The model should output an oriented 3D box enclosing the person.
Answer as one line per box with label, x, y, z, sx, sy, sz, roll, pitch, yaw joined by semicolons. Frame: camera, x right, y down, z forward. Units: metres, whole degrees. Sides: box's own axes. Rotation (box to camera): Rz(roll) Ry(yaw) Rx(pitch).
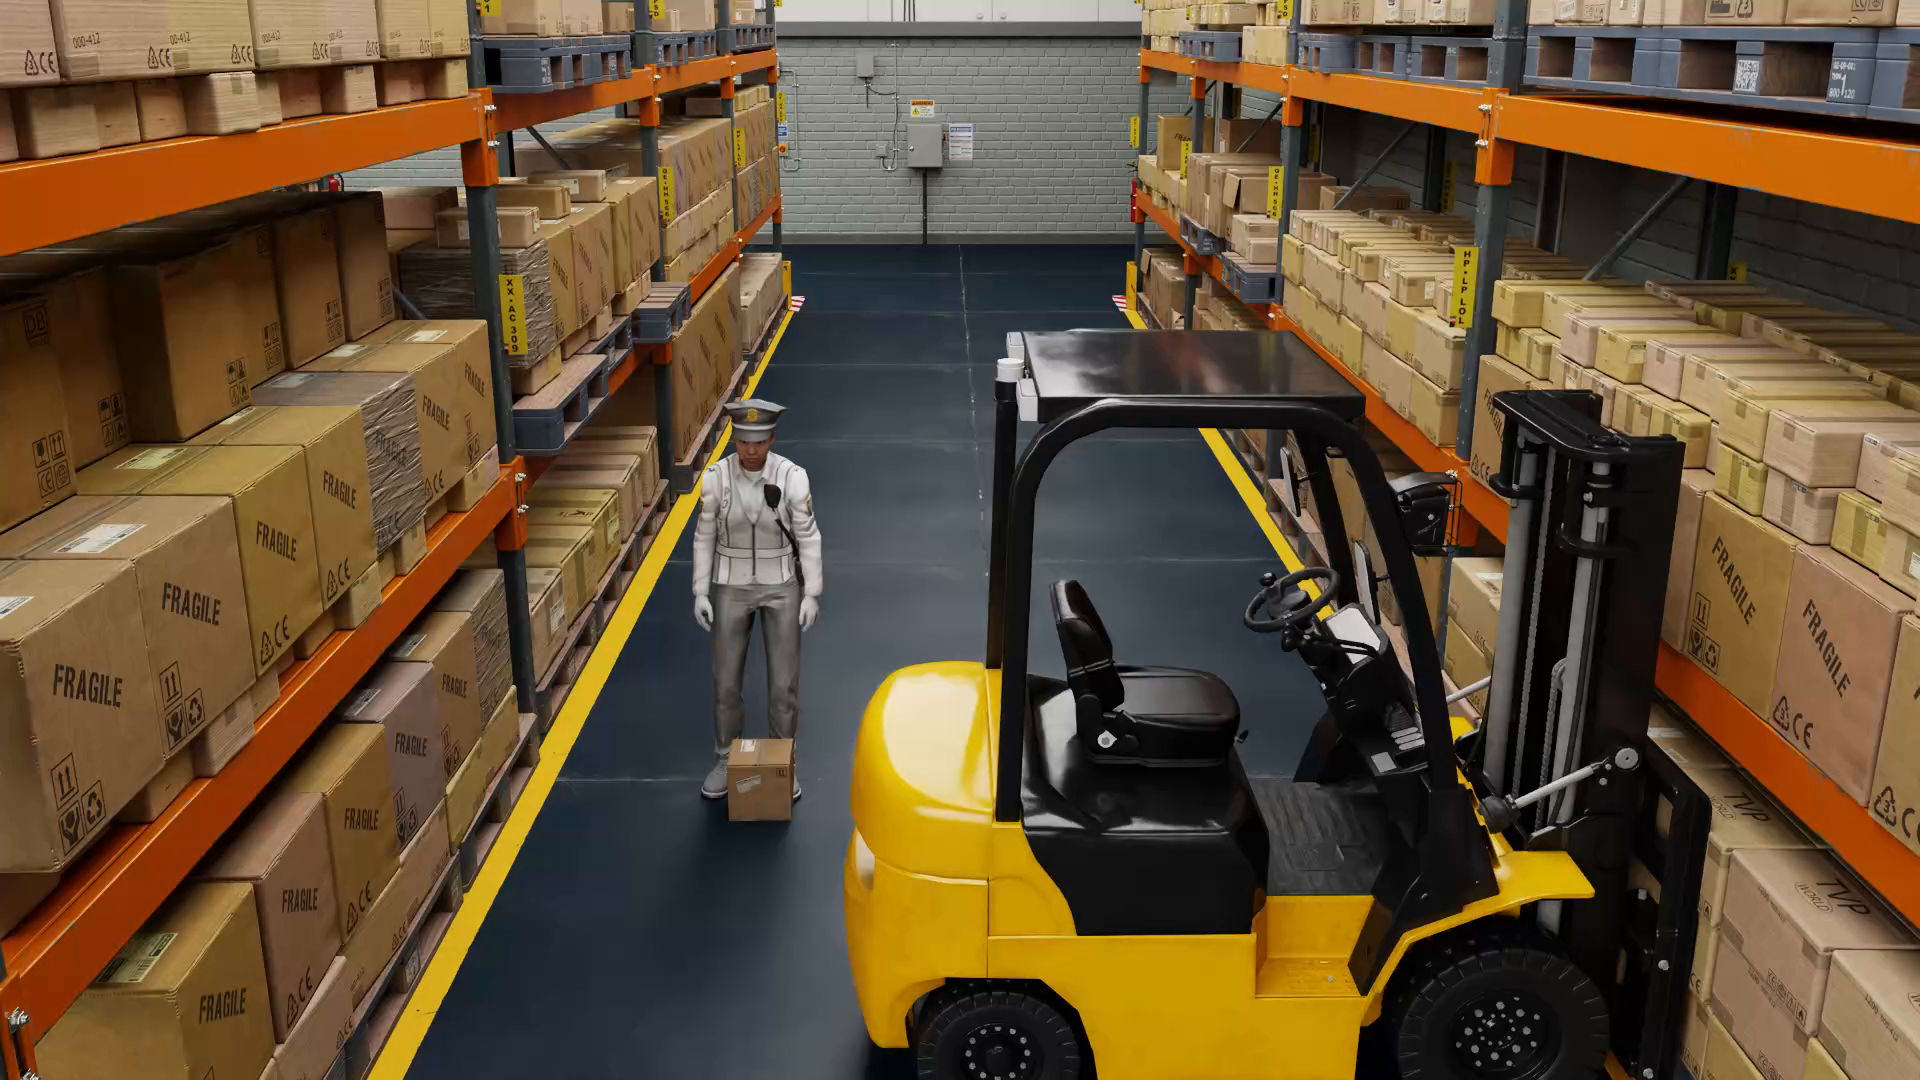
person;-0.826;0.236;6.781;0.530;1.662;0.404;0;17;0
